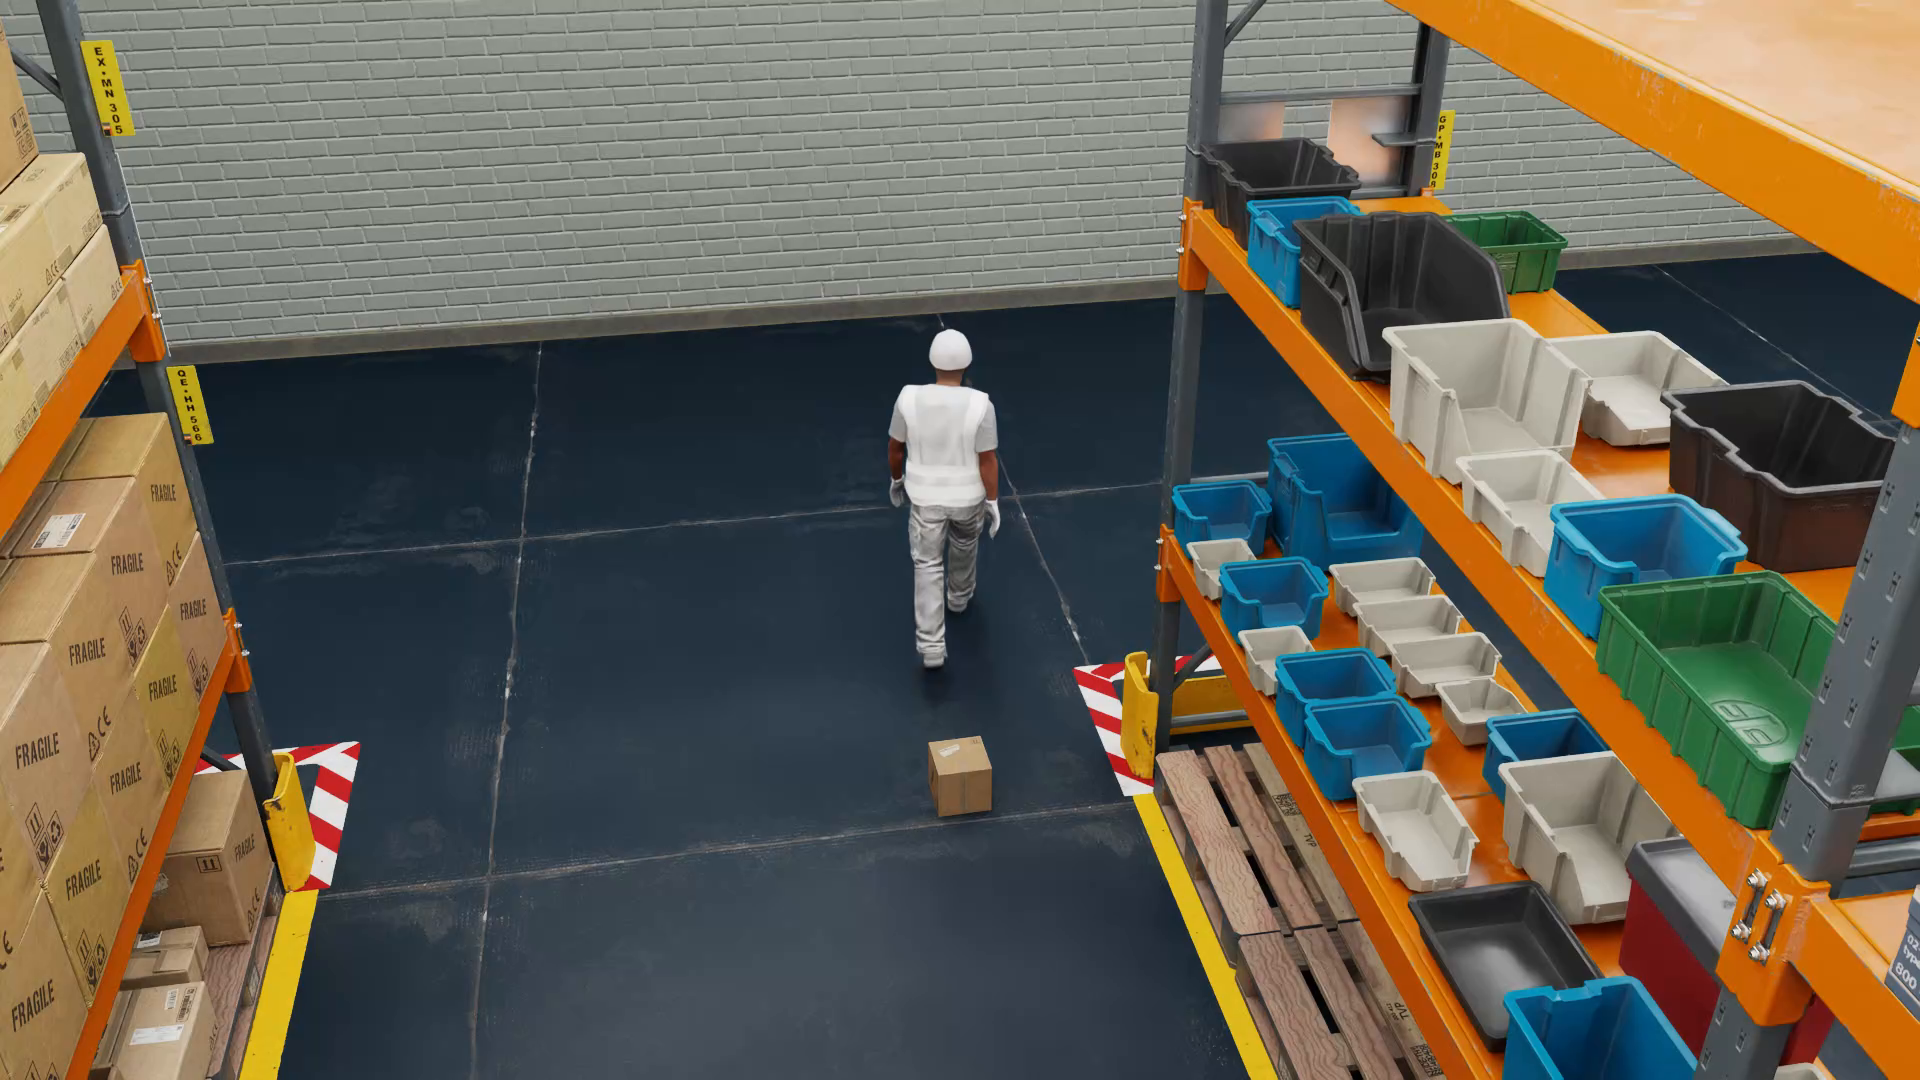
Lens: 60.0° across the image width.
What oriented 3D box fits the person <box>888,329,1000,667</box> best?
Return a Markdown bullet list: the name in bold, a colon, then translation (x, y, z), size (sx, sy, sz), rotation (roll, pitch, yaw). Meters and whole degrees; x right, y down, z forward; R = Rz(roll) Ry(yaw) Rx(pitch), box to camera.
- **person**: translation (-0.083, -0.237, 8.536), size (0.583, 1.745, 1.044), rotation (1, 30, 2)
